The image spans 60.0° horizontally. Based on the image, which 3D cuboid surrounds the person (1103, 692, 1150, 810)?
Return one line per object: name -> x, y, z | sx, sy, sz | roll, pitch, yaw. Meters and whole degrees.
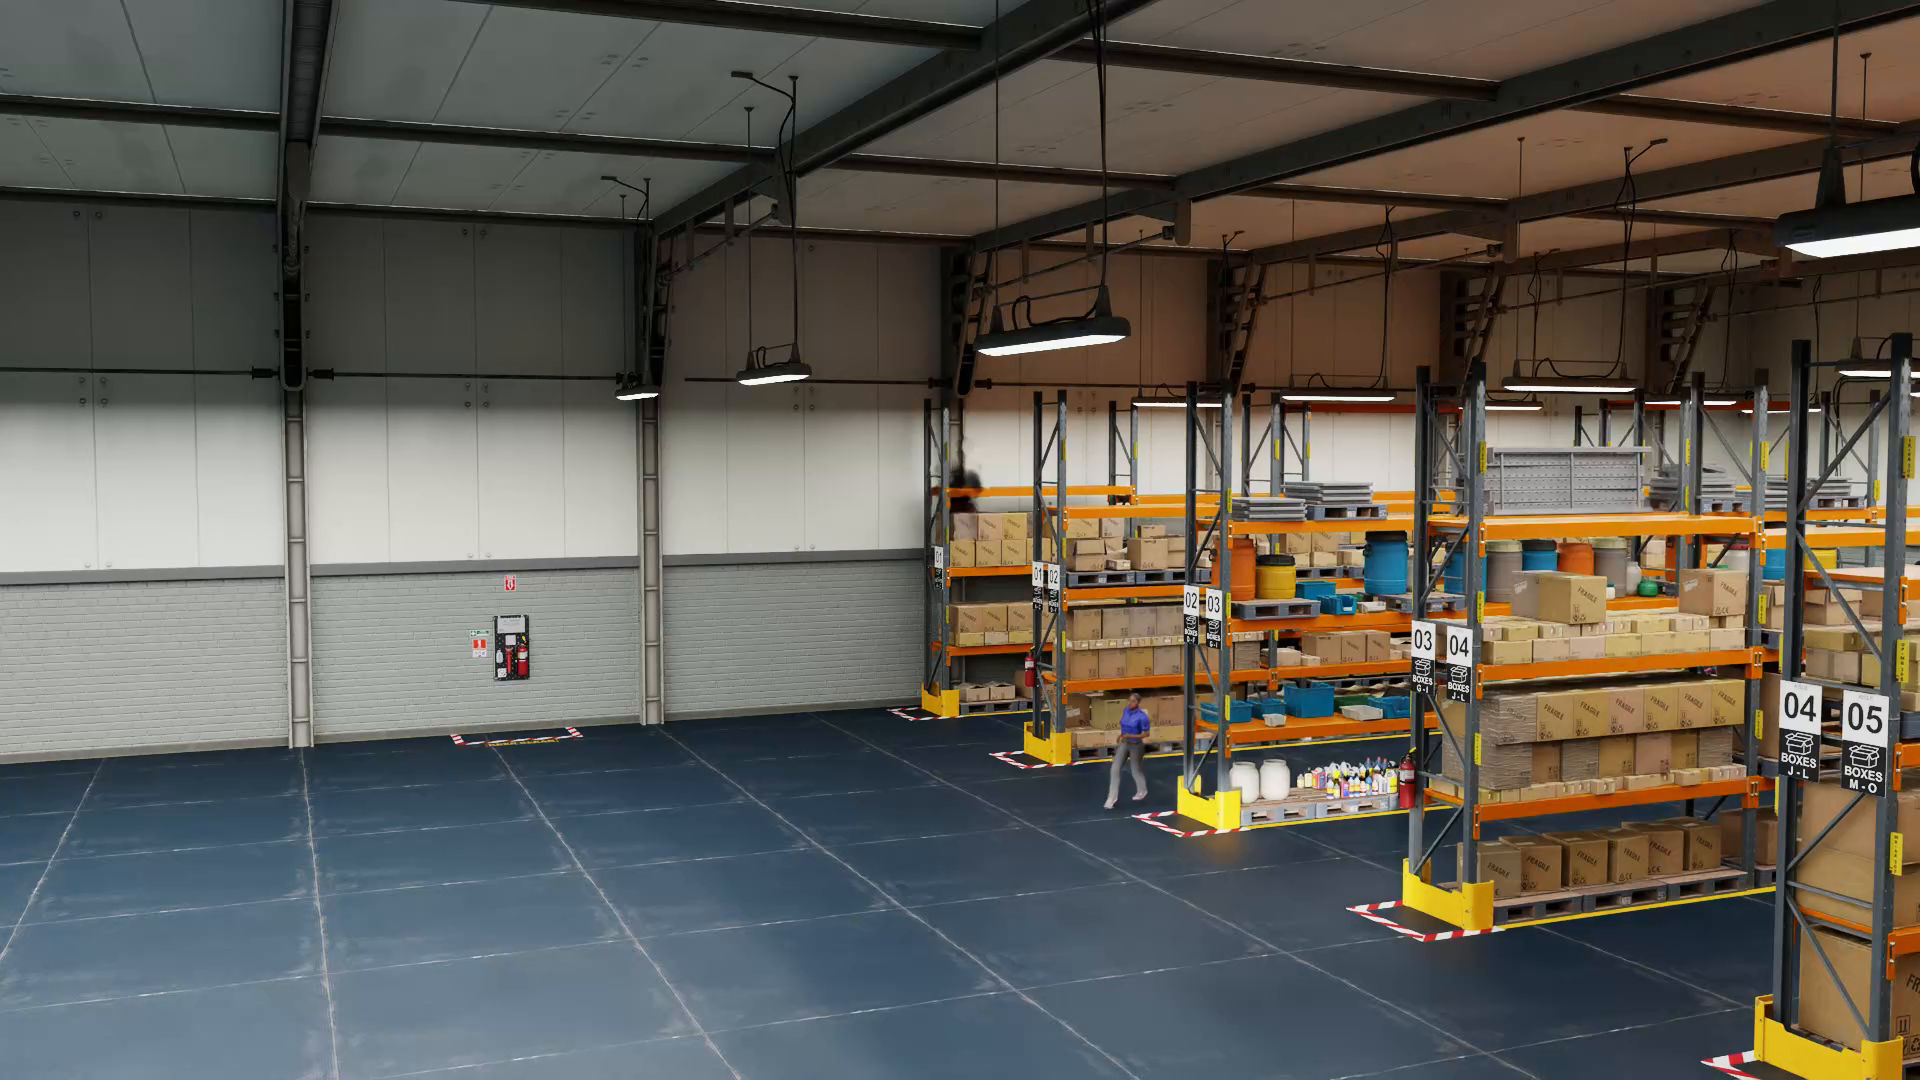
person -> 2.467, 2.977, 23.523 | 0.593, 1.683, 0.801 | 3, 4, 40
